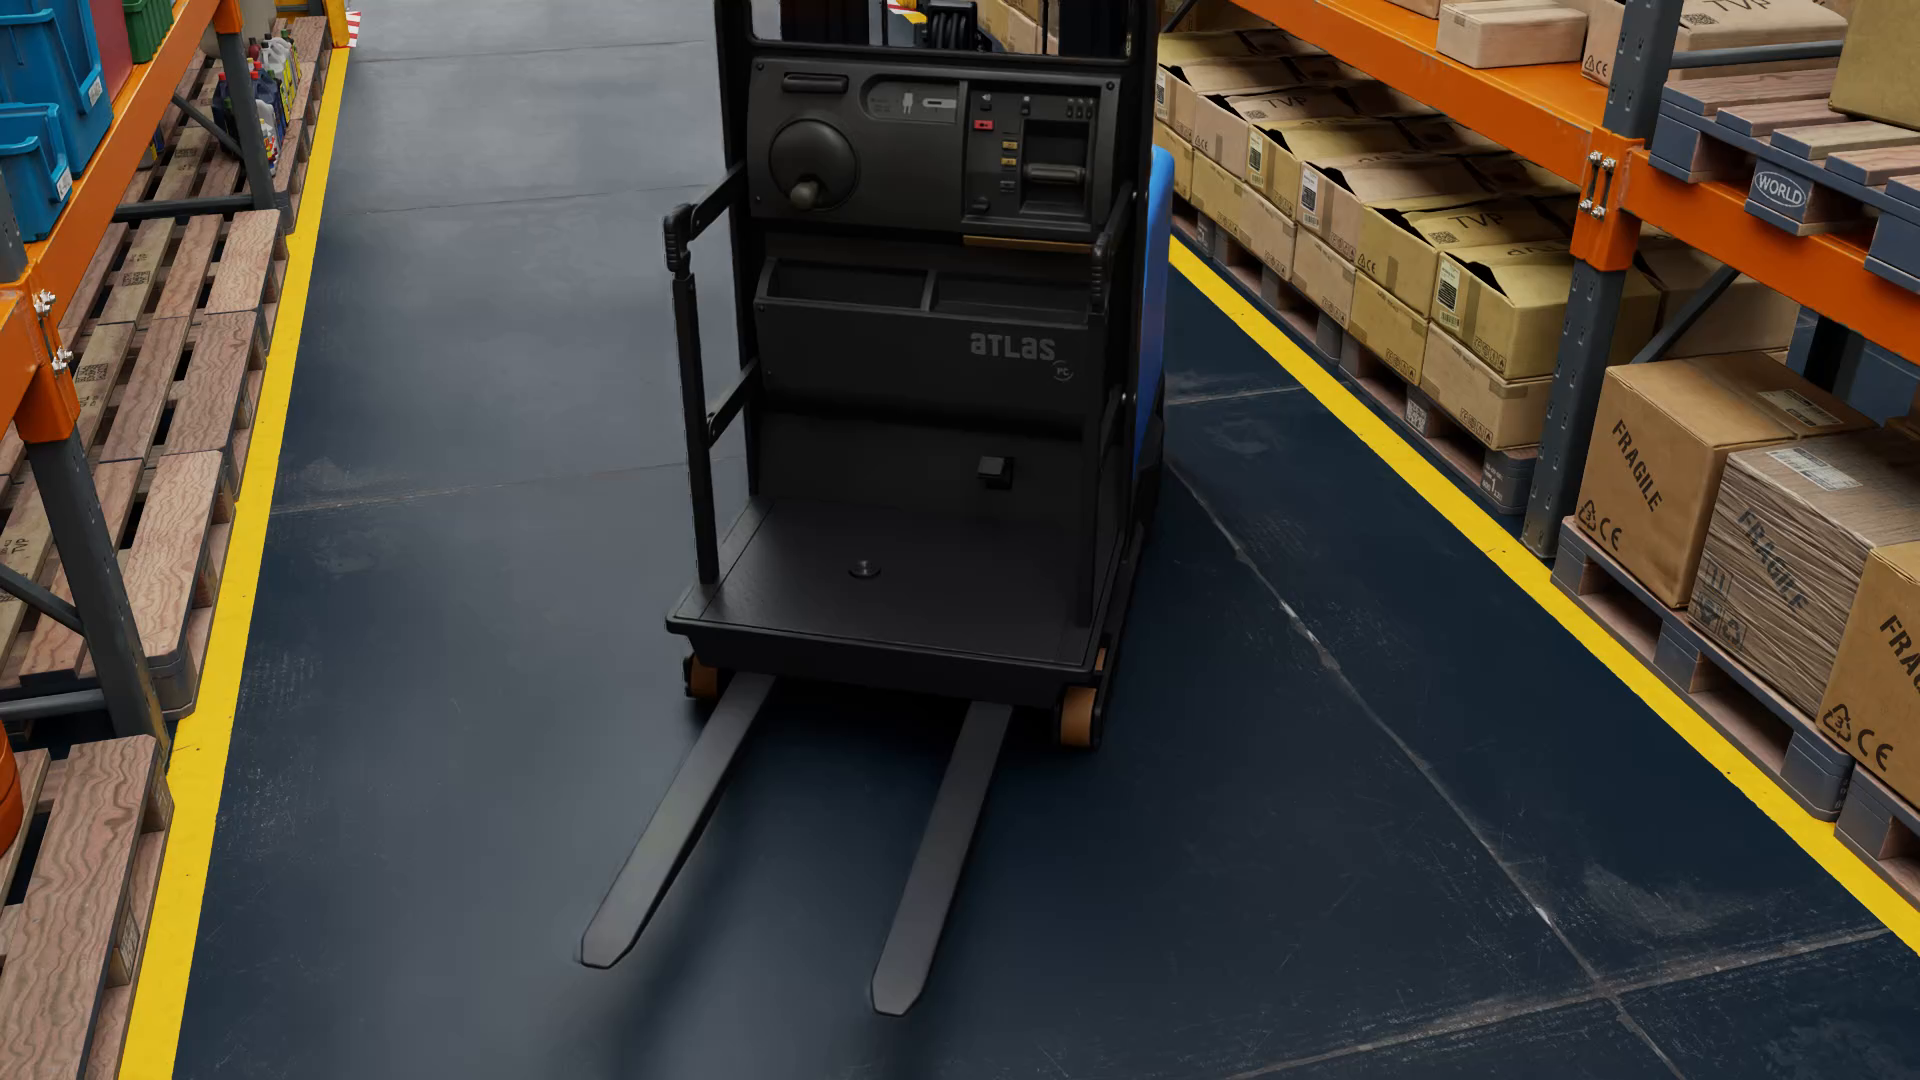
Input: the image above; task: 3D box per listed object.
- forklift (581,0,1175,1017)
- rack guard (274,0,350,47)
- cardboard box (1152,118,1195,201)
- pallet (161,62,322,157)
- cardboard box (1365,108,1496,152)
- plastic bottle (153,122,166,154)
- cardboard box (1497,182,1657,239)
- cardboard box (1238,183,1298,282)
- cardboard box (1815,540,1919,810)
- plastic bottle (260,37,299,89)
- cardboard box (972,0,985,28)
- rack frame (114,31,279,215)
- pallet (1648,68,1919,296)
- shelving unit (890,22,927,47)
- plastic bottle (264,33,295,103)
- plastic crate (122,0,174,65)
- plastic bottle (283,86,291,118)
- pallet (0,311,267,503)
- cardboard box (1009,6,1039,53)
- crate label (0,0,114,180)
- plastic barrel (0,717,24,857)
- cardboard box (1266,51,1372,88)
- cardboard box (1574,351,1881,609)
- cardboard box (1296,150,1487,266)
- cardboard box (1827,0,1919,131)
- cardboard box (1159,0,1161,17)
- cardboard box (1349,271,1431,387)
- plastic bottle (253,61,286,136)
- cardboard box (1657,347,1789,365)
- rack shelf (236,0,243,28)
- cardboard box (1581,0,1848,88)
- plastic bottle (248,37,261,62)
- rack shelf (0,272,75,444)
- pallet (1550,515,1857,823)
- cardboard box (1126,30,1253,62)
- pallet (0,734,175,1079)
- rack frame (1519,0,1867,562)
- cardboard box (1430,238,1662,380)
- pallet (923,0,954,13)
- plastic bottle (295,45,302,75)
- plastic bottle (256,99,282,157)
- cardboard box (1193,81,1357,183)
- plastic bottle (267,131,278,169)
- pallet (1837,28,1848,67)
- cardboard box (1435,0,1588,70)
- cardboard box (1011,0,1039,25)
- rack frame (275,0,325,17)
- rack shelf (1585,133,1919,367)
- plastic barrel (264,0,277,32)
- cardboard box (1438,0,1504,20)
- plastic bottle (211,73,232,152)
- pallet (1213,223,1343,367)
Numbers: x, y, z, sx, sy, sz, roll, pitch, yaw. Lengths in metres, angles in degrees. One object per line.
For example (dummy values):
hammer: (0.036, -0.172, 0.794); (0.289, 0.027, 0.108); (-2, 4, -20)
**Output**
forklift: (-0.117, -0.932, 3.934); (1.130, 2.935, 3.031); (6, 31, 10)
rack guard: (-4.575, -3.421, 10.661); (1.175, 0.500, 0.348); (-8, 31, -13)
cardboard box: (1.200, -1.775, 7.648); (0.500, 0.250, 0.500); (-7, 31, -12)
pallet: (-4.045, -2.315, 9.038); (1.003, 0.211, 1.213); (-8, 31, -13)
cardboard box: (1.986, -1.600, 6.786); (0.500, 0.311, 0.500); (-8, 31, -14)
plastic bottle: (-3.943, -2.010, 8.008); (0.152, 0.276, 0.135); (-8, 31, -13)
cardboard box: (2.256, -1.105, 5.931); (0.500, 0.311, 0.500); (-9, 31, -15)
cardboard box: (1.474, -1.279, 6.792); (0.500, 0.250, 0.500); (-7, 31, -12)
cardboard box: (2.377, 0.318, 3.762); (0.500, 0.500, 0.500); (-8, 31, -14)
plastic bottle: (-3.690, -2.591, 9.011); (0.152, 0.276, 0.135); (-8, 31, -13)
cardboard box: (0.332, -3.411, 10.474); (0.500, 0.250, 0.500); (-8, 31, -13)
rack frame: (-3.579, -2.601, 6.750); (1.000, 3.000, 0.127); (-8, 31, -13)
pallet: (2.507, -0.925, 4.045); (1.213, 0.211, 1.003); (-8, 31, -13)
shelving unit: (-0.100, -1.254, 6.294); (0.538, 1.125, 1.048); (-16, 34, -25)
plastic bottle: (-3.606, -2.477, 8.740); (0.144, 0.351, 0.185); (-7, 31, -11)
plastic crate: (-2.845, -1.706, 5.415); (0.450, 0.188, 0.662); (-8, 31, -13)
plastic bottle: (-3.496, -2.257, 8.509); (0.097, 0.201, 0.097); (0, 30, 0)
pallet: (-3.006, -0.430, 5.782); (1.003, 0.211, 1.213); (-8, 31, -13)
cardboard box: (0.594, -2.927, 9.638); (0.500, 0.250, 0.500); (-8, 31, -13)
crate label: (-2.520, -1.200, 4.294); (0.502, 0.435, 0.616); (-8, 31, -13)
plastic barrel: (-2.371, 0.322, 3.446); (0.600, 0.830, 0.708); (-8, 31, -13)
cardboard box: (1.726, -2.085, 7.623); (0.500, 0.311, 0.500); (-7, 31, -12)
cardboard box: (2.105, -0.177, 4.617); (0.500, 0.500, 0.500); (-7, 31, -11)
cardboard box: (1.607, -1.275, 6.225); (0.500, 0.311, 0.500); (-8, 31, -14)
cardboard box: (2.535, -1.262, 3.917); (0.700, 0.500, 0.500); (-19, 35, -30)
cardboard box: (1.236, -3.080, 9.155); (0.500, 0.500, 0.500); (-8, 31, -13)
cardboard box: (1.744, -0.788, 5.943); (0.500, 0.250, 0.500); (-8, 31, -14)
plastic bottle: (-3.443, -2.181, 8.230); (0.144, 0.351, 0.185); (-9, 31, -15)
cardboard box: (2.403, -0.610, 5.635); (0.500, 0.250, 0.500); (-8, 31, -13)
rack shelf: (-4.110, -3.256, 8.599); (1.077, 0.370, 4.000); (-8, 31, -13)
cardboard box: (2.205, -1.469, 4.883); (0.500, 0.311, 0.500); (-6, 31, -10)
plastic bottle: (-3.793, -2.579, 8.985); (0.061, 0.283, 0.133); (-8, 31, -13)
rack shelf: (-1.987, 0.608, 1.923); (1.077, 0.370, 4.000); (-8, 31, -13)
pallet: (2.421, 0.246, 4.614); (1.003, 0.211, 1.213); (-8, 31, -13)
cardboard box: (1.067, -2.260, 7.926); (0.500, 0.311, 0.500); (-8, 31, -13)
pallet: (-2.268, 0.913, 3.462); (1.003, 0.211, 1.213); (-8, 31, -13)
rack frame: (2.259, -1.326, 4.547); (1.000, 3.000, 0.127); (-8, 31, -13)
cardboard box: (1.883, -0.781, 5.371); (0.500, 0.311, 0.500); (-7, 31, -12)
pallet: (0.379, -3.619, 11.292); (1.003, 0.211, 1.213); (-8, 31, -13)
plastic bottle: (-3.731, -2.684, 9.247); (0.097, 0.201, 0.097); (0, 30, 0)
plastic bottle: (-3.353, -1.978, 7.952); (0.152, 0.276, 0.135); (-7, 31, -11)
cardboard box: (1.333, -1.768, 7.075); (0.500, 0.311, 0.500); (-9, 31, -15)
plastic bottle: (-3.268, -1.842, 7.792); (0.097, 0.201, 0.097); (0, 30, 0)
pallet: (5.760, -3.031, 10.277); (1.003, 0.211, 1.213); (-8, 31, -13)
cardboard box: (1.754, -1.615, 5.297); (0.380, 0.149, 0.250); (-8, 31, -13)
cardboard box: (0.606, -3.253, 9.453); (0.500, 0.500, 0.500); (-8, 31, -13)
rack frame: (-4.641, -4.533, 10.088); (1.000, 3.000, 0.127); (-8, 31, -13)
rack shelf: (2.790, -0.049, 3.058); (1.077, 0.370, 4.000); (-8, 31, -13)
plastic barrel: (-4.392, -3.331, 10.074); (0.421, 0.512, 0.421); (0, 30, 0)
cardboard box: (1.867, -1.826, 5.661); (0.380, 0.149, 0.250); (-6, 31, -10)
plastic bottle: (-3.532, -2.071, 8.039); (0.144, 0.351, 0.185); (-8, 31, -13)
pallet: (1.758, -1.110, 6.957); (1.003, 0.211, 1.213); (-8, 31, -13)
